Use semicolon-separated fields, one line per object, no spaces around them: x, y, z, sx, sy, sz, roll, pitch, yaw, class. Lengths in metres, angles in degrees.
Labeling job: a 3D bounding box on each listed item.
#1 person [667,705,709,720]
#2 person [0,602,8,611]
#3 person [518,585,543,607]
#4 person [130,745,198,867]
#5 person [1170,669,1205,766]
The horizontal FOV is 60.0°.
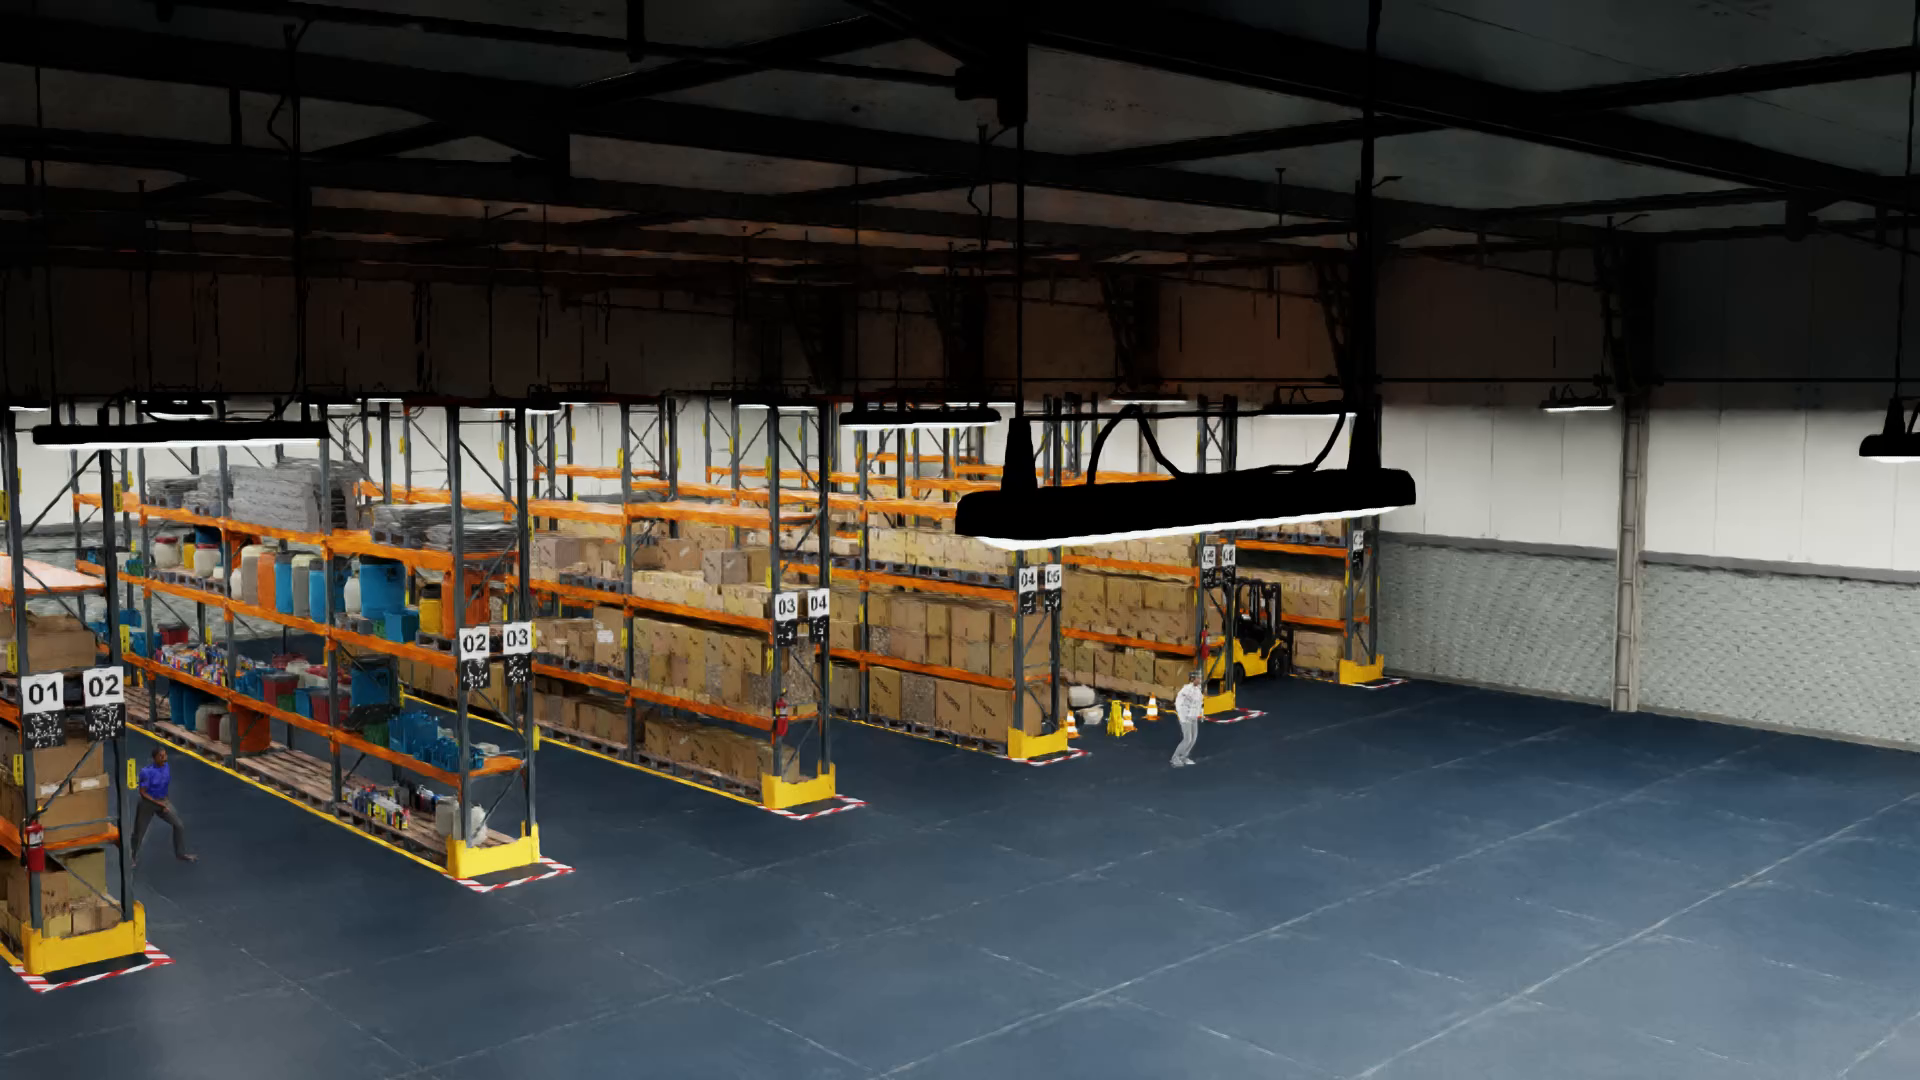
-5.119;2.531;30.940;0.495;1.589;1.086;-5;7;-40;person
-20.204;2.083;35.076;0.970;1.746;0.596;2;6;24;person
-10.523;1.541;40.855;0.651;1.752;0.470;1;6;11;person
-10.457;3.449;21.646;0.794;1.582;0.627;3;6;28;person
3.750;2.896;27.249;0.512;1.628;0.639;5;8;44;person
